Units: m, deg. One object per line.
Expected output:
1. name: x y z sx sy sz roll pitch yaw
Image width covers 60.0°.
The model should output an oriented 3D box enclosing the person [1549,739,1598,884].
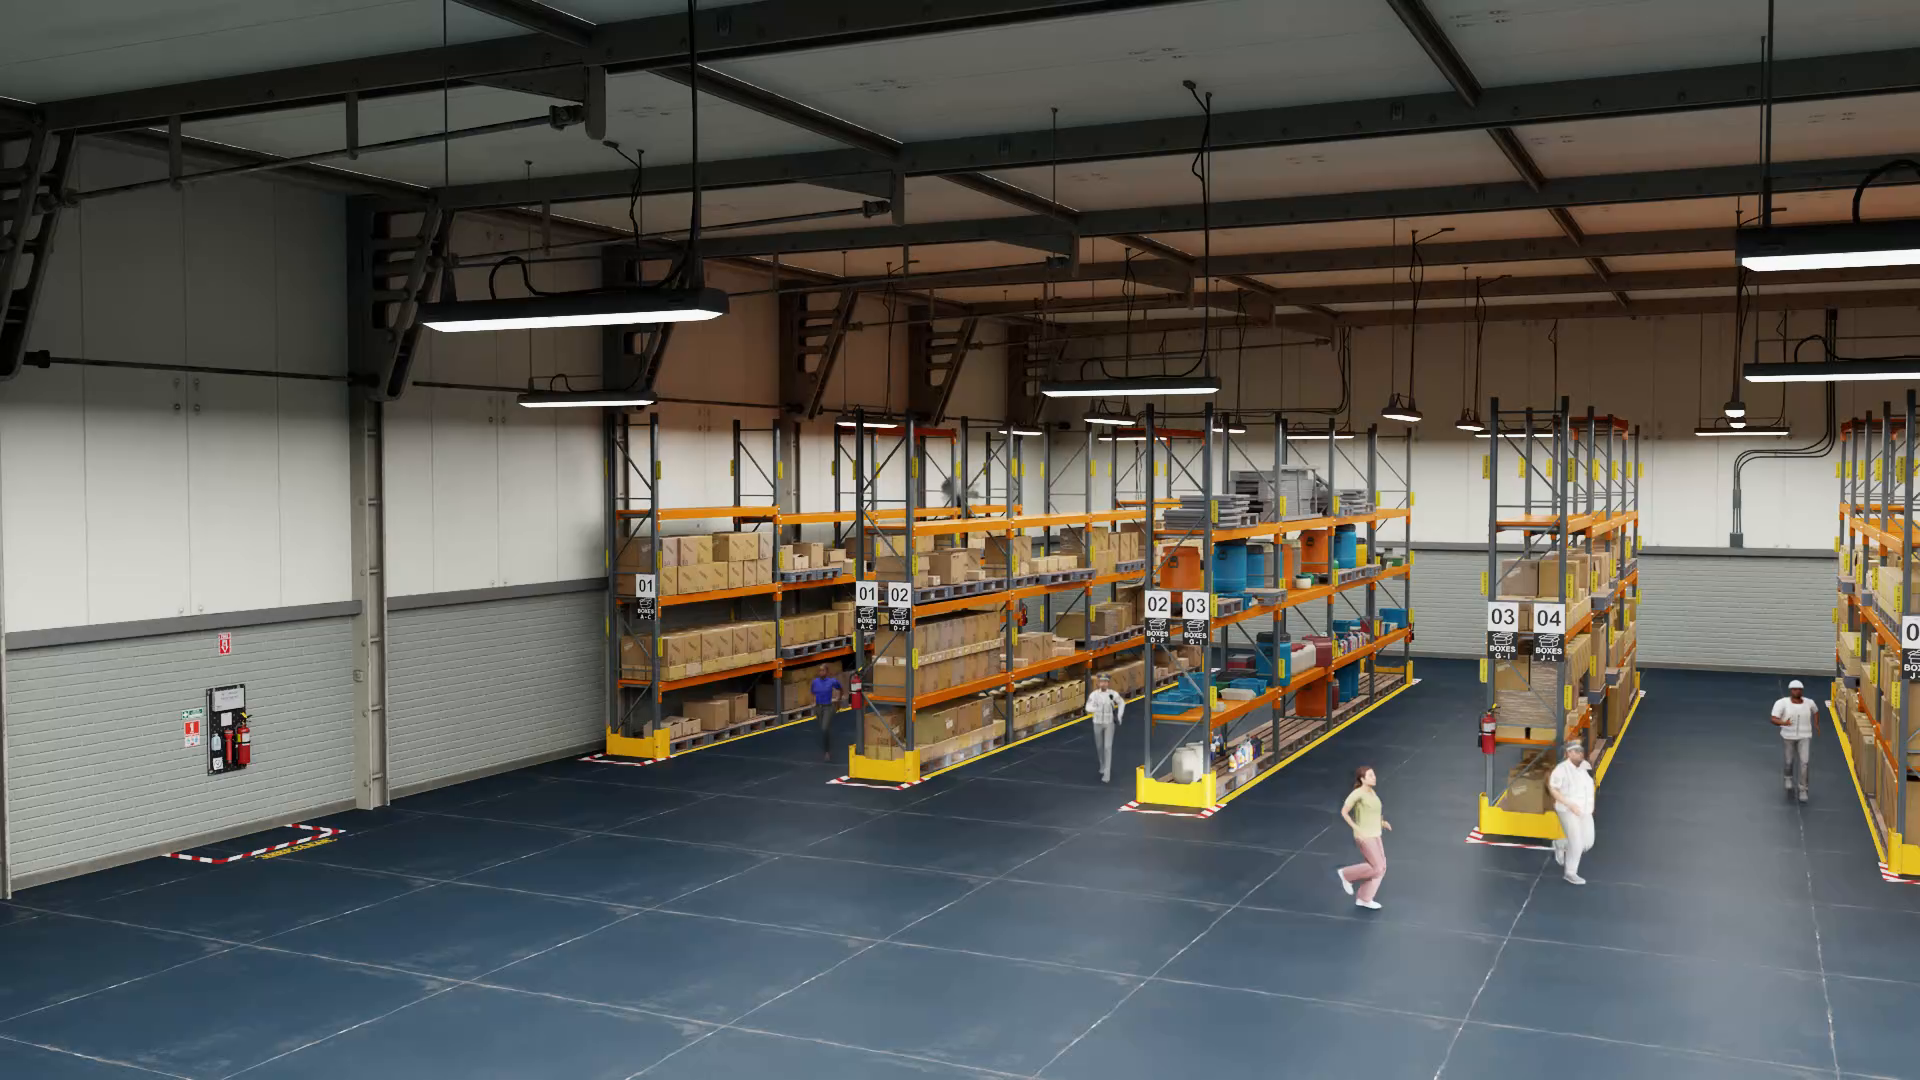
1. person: 7.459 3.279 20.278 0.671 1.757 0.680 -1 3 -22

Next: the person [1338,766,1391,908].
1. person: 4.643 3.389 19.038 0.580 1.620 0.558 -2 3 -45

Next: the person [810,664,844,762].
1. person: -2.337 3.026 28.735 0.518 1.596 0.782 1 3 23

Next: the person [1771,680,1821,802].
1. person: 12.754 3.021 25.372 0.692 1.774 0.975 1 3 20

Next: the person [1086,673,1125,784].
1. person: 2.341 3.011 26.927 0.590 1.736 0.823 1 2 16
